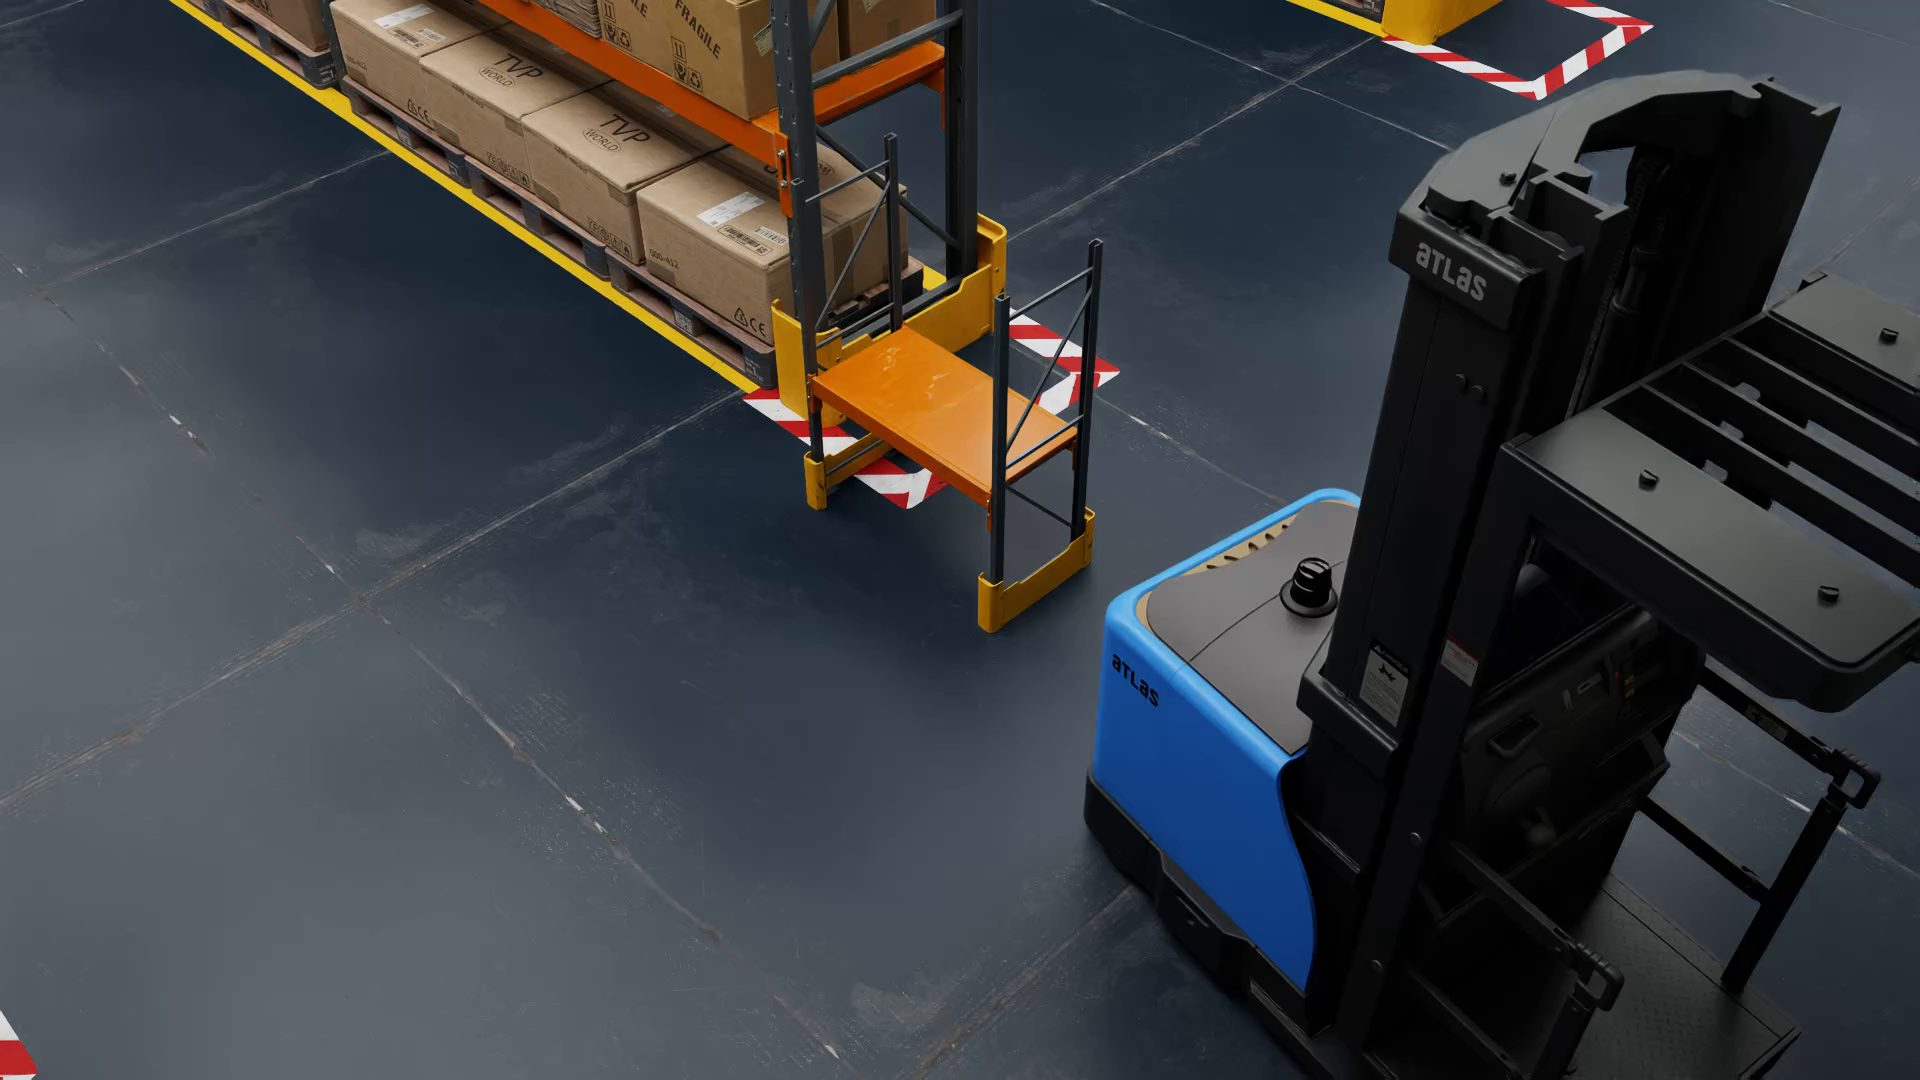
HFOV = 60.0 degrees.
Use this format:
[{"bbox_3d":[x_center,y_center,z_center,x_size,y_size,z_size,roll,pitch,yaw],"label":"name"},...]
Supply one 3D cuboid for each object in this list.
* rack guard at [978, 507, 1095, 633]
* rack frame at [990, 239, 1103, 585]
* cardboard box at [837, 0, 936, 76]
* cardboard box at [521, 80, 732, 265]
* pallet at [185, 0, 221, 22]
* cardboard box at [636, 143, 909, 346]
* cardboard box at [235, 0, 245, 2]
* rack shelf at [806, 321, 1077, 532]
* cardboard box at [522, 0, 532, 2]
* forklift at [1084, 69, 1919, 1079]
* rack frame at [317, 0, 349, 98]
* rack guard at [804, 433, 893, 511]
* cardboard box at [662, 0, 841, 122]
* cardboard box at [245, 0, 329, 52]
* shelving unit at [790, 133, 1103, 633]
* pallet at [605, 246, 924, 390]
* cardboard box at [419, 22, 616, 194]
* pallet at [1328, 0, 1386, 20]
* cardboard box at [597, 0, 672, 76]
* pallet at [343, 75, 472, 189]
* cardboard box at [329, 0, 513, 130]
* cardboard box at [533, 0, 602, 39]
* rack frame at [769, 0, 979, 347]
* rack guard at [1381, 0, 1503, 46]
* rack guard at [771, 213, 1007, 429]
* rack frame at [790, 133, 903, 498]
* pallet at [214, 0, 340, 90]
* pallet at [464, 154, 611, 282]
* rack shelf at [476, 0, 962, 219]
[{"bbox_3d":[0.298,0.111,6.446,0.587,0.250,0.087,-34,53,-31],"label":"rack guard"},{"bbox_3d":[0.299,-0.348,6.021,0.500,1.500,0.032,-34,53,-31],"label":"rack frame"},{"bbox_3d":[-0.450,-2.350,7.009,0.500,0.500,0.500,34,52,31],"label":"cardboard box"},{"bbox_3d":[-1.504,-1.863,8.135,0.875,0.438,0.875,-33,52,-30],"label":"cardboard box"},{"bbox_3d":[-4.603,-3.764,10.668,1.003,0.211,1.213,-34,53,-31],"label":"pallet"},{"bbox_3d":[-0.851,-1.427,7.663,0.875,0.438,0.875,32,52,30],"label":"cardboard box"},{"bbox_3d":[-4.277,-3.931,10.050,0.875,0.875,0.875,-33,52,-30],"label":"cardboard box"},{"bbox_3d":[-0.060,-0.460,6.407,0.538,0.185,1.000,-34,53,-31],"label":"rack shelf"},{"bbox_3d":[-1.930,-2.819,7.517,0.500,0.500,0.500,-33,52,-30],"label":"cardboard box"},{"bbox_3d":[1.684,0.523,4.024,1.130,2.935,3.031,-26,49,-25],"label":"forklift"},{"bbox_3d":[-3.139,-3.867,8.725,1.000,3.000,0.127,-34,53,-31],"label":"rack frame"},{"bbox_3d":[-0.406,-0.368,6.964,0.587,0.250,0.087,-34,53,-31],"label":"rack guard"},{"bbox_3d":[-0.843,-2.087,6.724,0.500,0.500,0.500,-34,52,-31],"label":"cardboard box"},{"bbox_3d":[-3.634,-3.500,9.584,0.875,0.875,0.875,-32,52,-30],"label":"cardboard box"},{"bbox_3d":[-0.054,-0.587,6.281,0.587,1.500,1.083,-34,53,-31],"label":"shelving unit"},{"bbox_3d":[-0.935,-1.268,7.966,1.003,0.211,1.213,-34,53,-31],"label":"pallet"},{"bbox_3d":[-2.139,-2.297,8.604,0.875,0.438,0.875,33,52,30],"label":"cardboard box"},{"bbox_3d":[2.516,-3.786,10.691,1.003,0.211,1.213,-34,53,-31],"label":"pallet"},{"bbox_3d":[-1.186,-2.335,6.993,0.500,0.500,0.500,33,52,31],"label":"cardboard box"},{"bbox_3d":[-2.658,-2.440,9.235,1.003,0.211,1.213,-34,53,-31],"label":"pallet"},{"bbox_3d":[-2.772,-2.727,9.070,0.875,0.438,0.875,33,52,31],"label":"cardboard box"},{"bbox_3d":[-1.557,-2.577,7.255,0.500,0.500,0.500,-33,52,-30],"label":"cardboard box"},{"bbox_3d":[-0.315,-1.945,6.645,1.000,3.000,0.127,-34,53,-31],"label":"rack frame"},{"bbox_3d":[3.065,-3.484,10.152,1.175,0.500,0.348,-34,53,-31],"label":"rack guard"},{"bbox_3d":[-0.298,-1.015,7.480,1.175,0.500,0.348,-34,53,-31],"label":"rack guard"},{"bbox_3d":[-0.419,-0.836,6.550,0.500,1.500,0.032,-34,53,-31],"label":"rack frame"},{"bbox_3d":[-3.738,-3.178,10.033,1.003,0.211,1.213,-34,53,-31],"label":"pallet"},{"bbox_3d":[-1.792,-1.854,8.601,1.003,0.211,1.213,-34,53,-31],"label":"pallet"},{"bbox_3d":[-1.727,-2.642,7.929,1.077,0.370,4.000,-34,53,-31],"label":"rack shelf"}]
